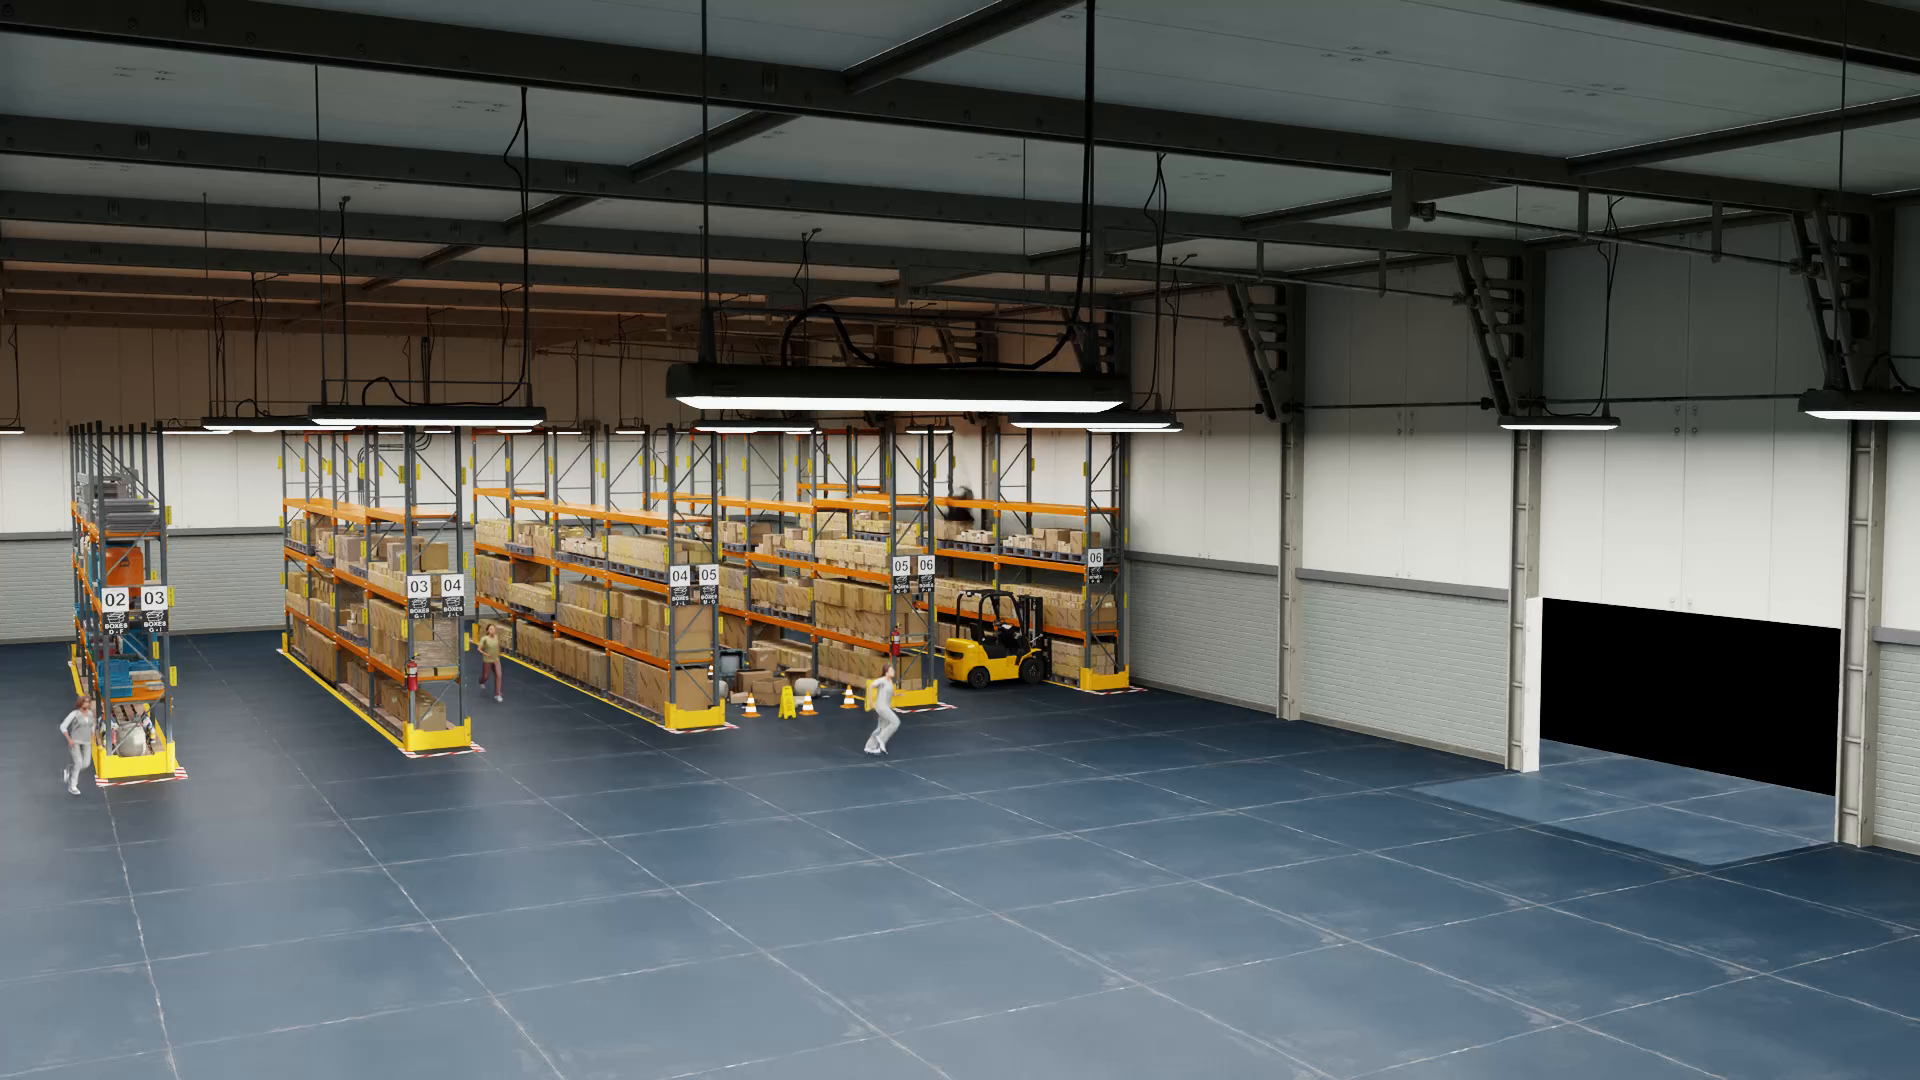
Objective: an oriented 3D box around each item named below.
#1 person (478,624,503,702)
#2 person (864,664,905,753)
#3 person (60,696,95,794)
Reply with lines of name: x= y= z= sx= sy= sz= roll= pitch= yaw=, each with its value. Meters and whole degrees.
person: x=-10.282 y=2.664 z=36.365 sx=0.548 sy=1.664 sz=1.108 roll=-2 pitch=4 yaw=-34
person: x=-1.356 y=3.042 z=29.911 sx=0.742 sy=1.616 sz=0.598 roll=1 pitch=4 yaw=17
person: x=-14.296 y=3.299 z=26.959 sx=0.530 sy=1.546 sz=0.582 roll=2 pitch=4 yaw=29
